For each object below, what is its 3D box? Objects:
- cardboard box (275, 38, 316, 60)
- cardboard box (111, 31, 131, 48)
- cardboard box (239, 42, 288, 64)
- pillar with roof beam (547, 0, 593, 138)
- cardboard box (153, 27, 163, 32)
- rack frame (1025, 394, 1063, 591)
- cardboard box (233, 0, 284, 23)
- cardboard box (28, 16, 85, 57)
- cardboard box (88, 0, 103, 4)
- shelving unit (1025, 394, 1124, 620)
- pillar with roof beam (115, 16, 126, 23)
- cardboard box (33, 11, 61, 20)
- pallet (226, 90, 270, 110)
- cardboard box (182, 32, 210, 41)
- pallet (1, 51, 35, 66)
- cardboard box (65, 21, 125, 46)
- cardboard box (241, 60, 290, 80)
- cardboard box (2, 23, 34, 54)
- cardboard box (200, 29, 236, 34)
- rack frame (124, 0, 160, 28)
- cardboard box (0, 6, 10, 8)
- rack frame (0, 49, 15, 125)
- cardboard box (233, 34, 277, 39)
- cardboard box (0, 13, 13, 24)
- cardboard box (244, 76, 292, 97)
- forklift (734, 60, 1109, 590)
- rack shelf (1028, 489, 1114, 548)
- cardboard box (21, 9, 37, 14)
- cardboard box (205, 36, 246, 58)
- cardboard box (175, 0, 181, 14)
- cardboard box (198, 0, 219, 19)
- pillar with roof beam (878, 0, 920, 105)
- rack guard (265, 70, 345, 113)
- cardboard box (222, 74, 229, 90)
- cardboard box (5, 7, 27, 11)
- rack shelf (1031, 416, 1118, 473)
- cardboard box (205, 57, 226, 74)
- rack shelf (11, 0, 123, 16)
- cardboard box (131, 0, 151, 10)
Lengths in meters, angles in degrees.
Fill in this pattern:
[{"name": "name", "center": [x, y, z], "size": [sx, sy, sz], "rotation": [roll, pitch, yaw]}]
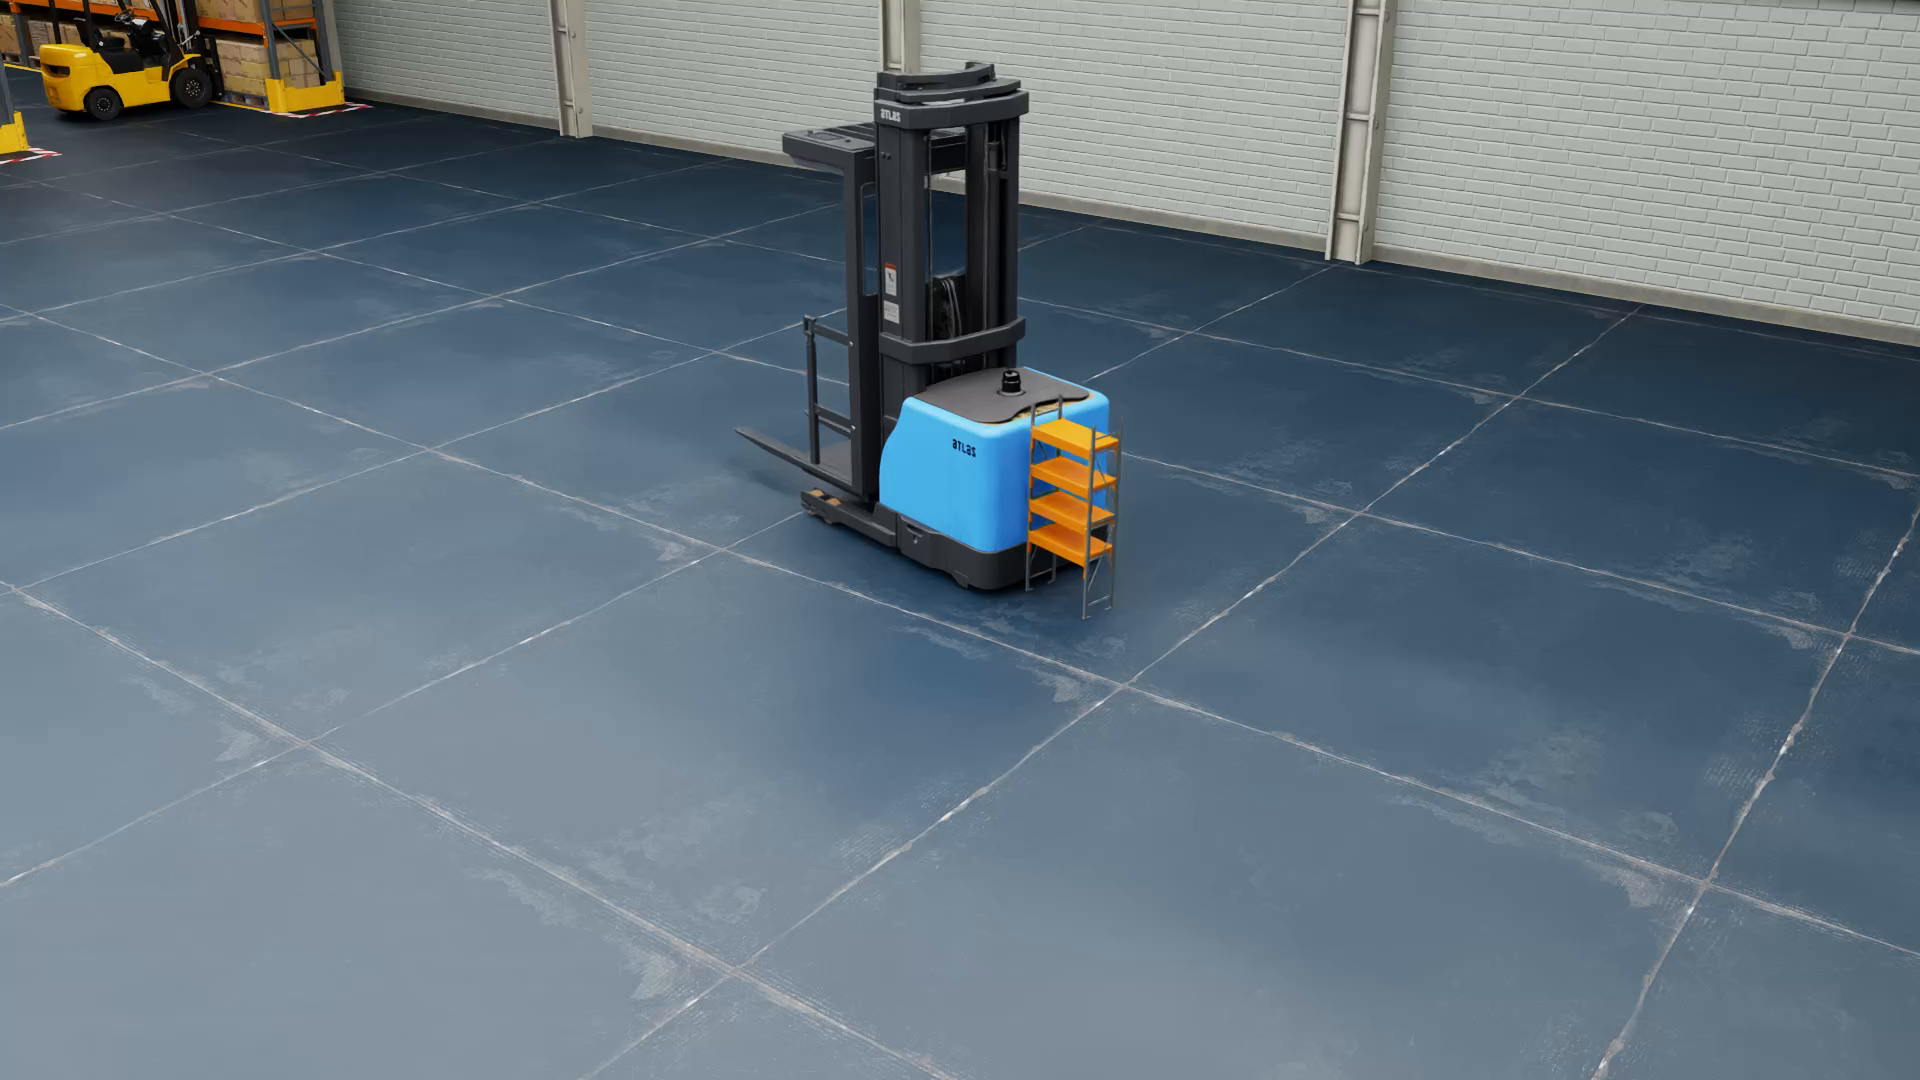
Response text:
[{"name": "cardboard box", "center": [-10.585, -7.782, 26.340], "size": [0.500, 0.250, 0.500], "rotation": [16, 29, 33]}, {"name": "cardboard box", "center": [-13.939, -8.408, 28.538], "size": [0.625, 0.625, 0.875], "rotation": [18, 30, 36]}, {"name": "cardboard box", "center": [-10.869, -7.615, 25.962], "size": [0.500, 0.250, 0.500], "rotation": [18, 29, 35]}, {"name": "pillar with roof beam", "center": [-8.111, -8.578, 19.057], "size": [0.400, 9.000, 9.100], "rotation": [17, 29, 33]}, {"name": "cardboard box", "center": [-13.316, -8.353, 27.638], "size": [0.500, 0.250, 0.500], "rotation": [16, 29, 33]}, {"name": "rack frame", "center": [0.496, -0.269, 9.851], "size": [0.240, 1.200, 0.015], "rotation": [-19, 31, -37]}, {"name": "cardboard box", "center": [-10.865, -8.293, 25.728], "size": [0.500, 0.500, 0.500], "rotation": [16, 28, 32]}, {"name": "cardboard box", "center": [-16.224, -9.098, 30.102], "size": [0.625, 0.625, 0.875], "rotation": [18, 29, 35]}, {"name": "cardboard box", "center": [-14.480, -9.269, 28.252], "size": [0.500, 0.250, 0.500], "rotation": [17, 29, 33]}, {"name": "shelving unit", "center": [0.657, -0.191, 9.684], "size": [0.258, 1.200, 0.503], "rotation": [-19, 31, -37]}, {"name": "pillar with roof beam", "center": [-17.713, -11.479, 25.643], "size": [0.400, 9.000, 9.100], "rotation": [17, 29, 33]}, {"name": "cardboard box", "center": [-16.946, -9.719, 30.864], "size": [0.250, 0.149, 0.380], "rotation": [19, 30, 36]}, {"name": "pallet", "center": [-10.951, -7.108, 26.621], "size": [1.213, 0.211, 1.003], "rotation": [17, 29, 33]}, {"name": "cardboard box", "center": [-12.508, -8.110, 27.085], "size": [0.500, 0.250, 0.500], "rotation": [18, 29, 35]}, {"name": "pallet", "center": [-17.290, -9.064, 31.060], "size": [1.213, 0.211, 1.003], "rotation": [17, 29, 33]}, {"name": "cardboard box", "center": [-15.158, -8.780, 29.380], "size": [0.625, 0.625, 0.875], "rotation": [15, 28, 31]}, {"name": "cardboard box", "center": [-10.891, -7.392, 26.077], "size": [0.500, 0.250, 0.500], "rotation": [16, 29, 33]}, {"name": "cardboard box", "center": [-17.183, -9.229, 30.555], "size": [0.500, 0.500, 0.500], "rotation": [18, 29, 35]}, {"name": "cardboard box", "center": [-12.194, -8.271, 27.450], "size": [0.500, 0.250, 0.500], "rotation": [17, 29, 34]}, {"name": "rack frame", "center": [-13.515, -9.180, 27.865], "size": [0.127, 3.000, 1.000], "rotation": [17, 29, 33]}, {"name": "cardboard box", "center": [-18.203, -10.094, 31.713], "size": [0.250, 0.149, 0.380], "rotation": [16, 28, 31]}, {"name": "rack frame", "center": [-13.288, -6.611, 22.033], "size": [0.127, 3.000, 1.000], "rotation": [17, 29, 33]}, {"name": "cardboard box", "center": [-11.381, -8.026, 26.894], "size": [0.500, 0.250, 0.500], "rotation": [17, 29, 33]}, {"name": "cardboard box", "center": [-17.499, -9.586, 30.562], "size": [0.250, 0.149, 0.380], "rotation": [15, 28, 31]}, {"name": "cardboard box", "center": [-10.879, -7.159, 26.166], "size": [0.500, 0.250, 0.500], "rotation": [17, 29, 34]}, {"name": "forklift", "center": [-0.408, -1.565, 10.667], "size": [1.130, 2.935, 3.031], "rotation": [-19, 30, -36]}, {"name": "rack shelf", "center": [0.656, -0.130, 9.712], "size": [0.258, 0.148, 0.480], "rotation": [-19, 31, -37]}, {"name": "cardboard box", "center": [-17.389, -9.826, 31.107], "size": [0.250, 0.149, 0.380], "rotation": [17, 29, 34]}, {"name": "cardboard box", "center": [-11.691, -7.856, 26.508], "size": [0.500, 0.250, 0.500], "rotation": [17, 29, 34]}, {"name": "cardboard box", "center": [-12.484, -8.792, 26.860], "size": [0.500, 0.500, 0.500], "rotation": [16, 29, 33]}, {"name": "cardboard box", "center": [-11.685, -8.545, 26.300], "size": [0.500, 0.500, 0.500], "rotation": [16, 29, 32]}, {"name": "pillar with roof beam", "center": [-3.310, -7.127, 15.764], "size": [0.400, 9.000, 9.100], "rotation": [17, 29, 33]}, {"name": "rack guard", "center": [-10.295, -7.063, 26.161], "size": [0.348, 0.500, 1.175], "rotation": [17, 29, 33]}, {"name": "cardboard box", "center": [-11.666, -7.406, 26.727], "size": [0.500, 0.250, 0.500], "rotation": [17, 29, 34]}, {"name": "cardboard box", "center": [-17.789, -9.970, 31.432], "size": [0.250, 0.149, 0.380], "rotation": [16, 28, 32]}, {"name": "rack shelf", "center": [0.661, -0.548, 9.521], "size": [0.258, 0.148, 0.480], "rotation": [-19, 31, -37]}, {"name": "cardboard box", "center": [-11.711, -7.635, 26.628], "size": [0.500, 0.250, 0.500], "rotation": [16, 28, 32]}, {"name": "rack shelf", "center": [-15.115, -9.335, 29.108], "size": [4.000, 0.370, 1.077], "rotation": [17, 29, 33]}, {"name": "cardboard box", "center": [-13.316, -9.034, 27.410], "size": [0.500, 0.500, 0.500], "rotation": [16, 28, 32]}]
